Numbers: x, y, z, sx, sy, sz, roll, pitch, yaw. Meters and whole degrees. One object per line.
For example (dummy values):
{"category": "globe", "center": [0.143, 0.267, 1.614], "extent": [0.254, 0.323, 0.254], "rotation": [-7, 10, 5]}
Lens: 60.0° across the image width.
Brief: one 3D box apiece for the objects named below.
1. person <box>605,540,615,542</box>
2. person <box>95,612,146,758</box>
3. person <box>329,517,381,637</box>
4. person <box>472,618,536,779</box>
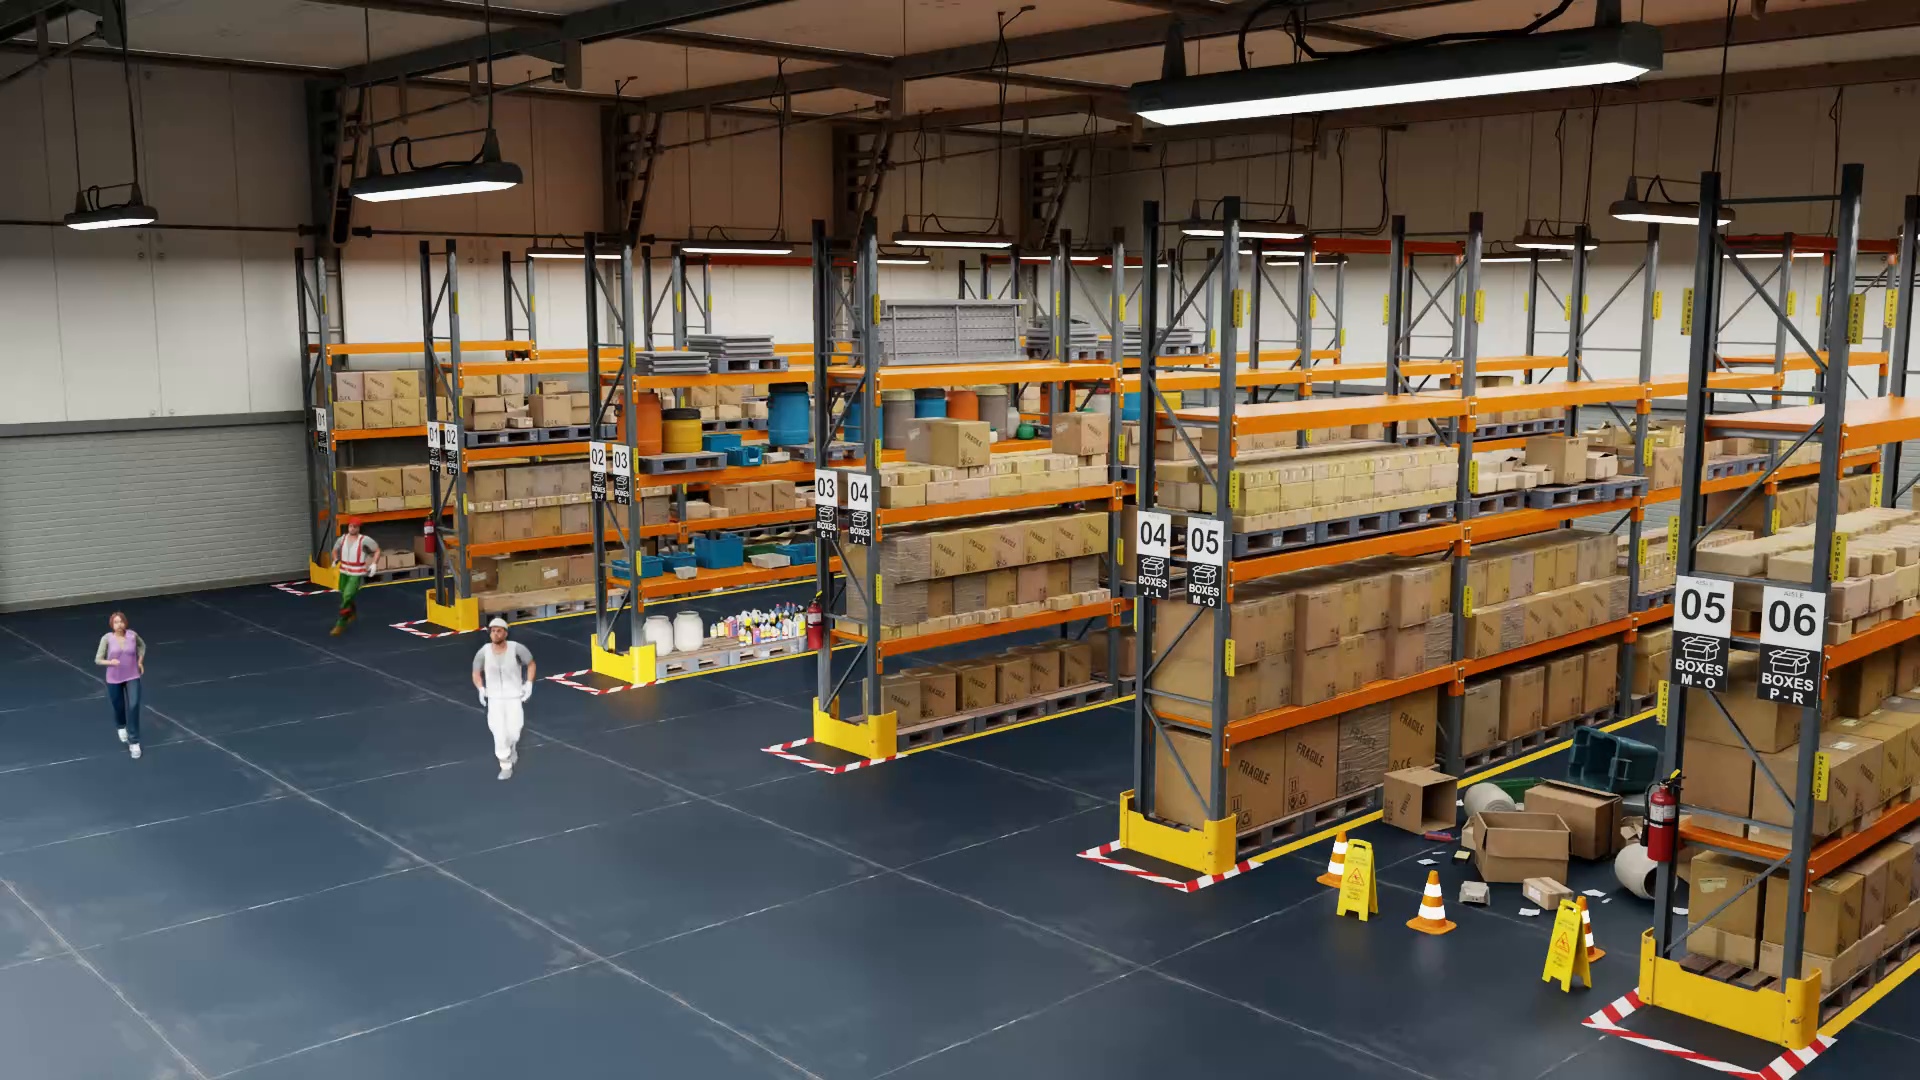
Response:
{"category": "person", "center": [-6.223, -0.064, 30.039], "extent": [0.552, 1.639, 0.613], "rotation": [6, 11, 38]}
{"category": "person", "center": [-9.486, 1.603, 18.847], "extent": [0.535, 1.606, 0.851], "rotation": [-5, 10, -30]}
{"category": "person", "center": [-9.373, 0.531, 25.620], "extent": [0.726, 1.783, 0.922], "rotation": [2, 9, 11]}
{"category": "person", "center": [-4.902, 1.700, 17.872], "extent": [0.661, 1.745, 0.548], "rotation": [-1, 8, -9]}
